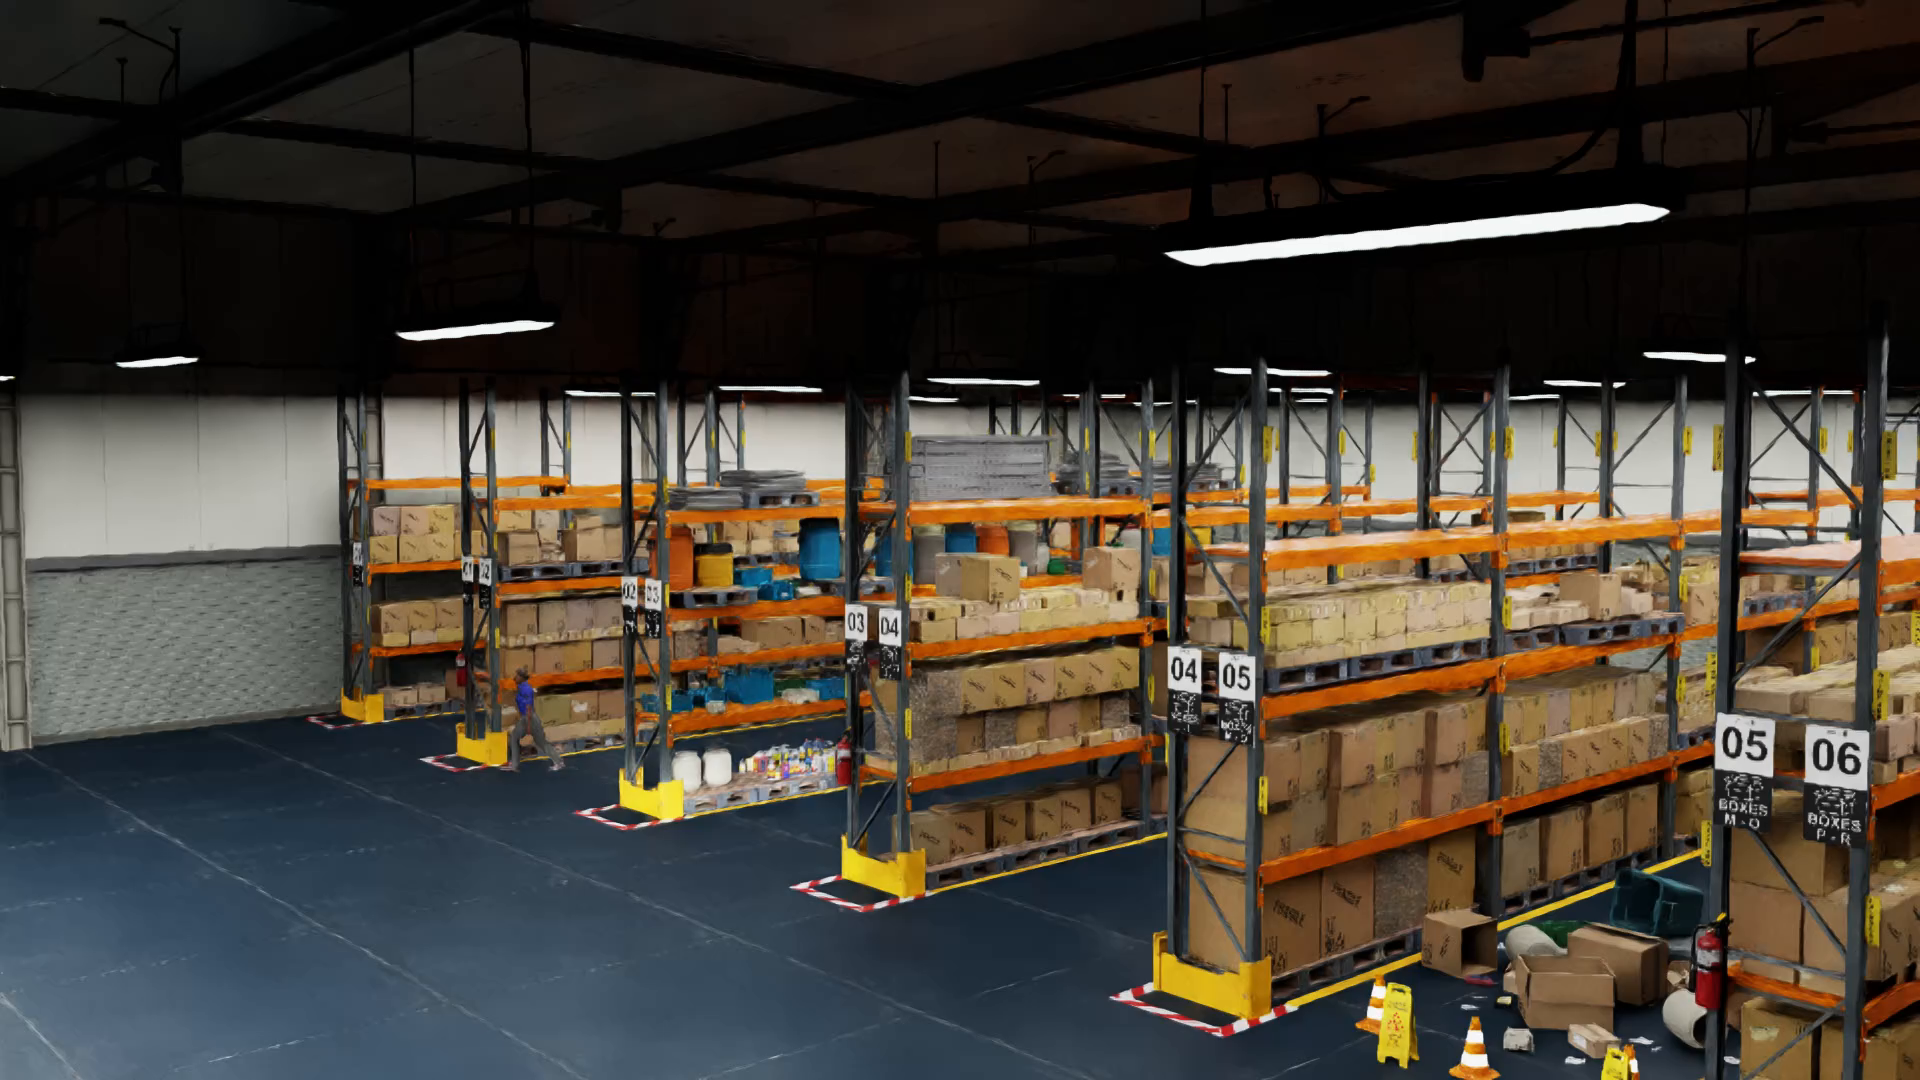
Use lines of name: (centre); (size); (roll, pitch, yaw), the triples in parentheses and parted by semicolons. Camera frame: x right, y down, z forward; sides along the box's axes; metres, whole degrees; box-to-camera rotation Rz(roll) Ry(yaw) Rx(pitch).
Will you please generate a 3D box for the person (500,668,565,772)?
person: (-6.463, 2.716, 25.104); (0.934, 1.592, 0.497); (-2, 4, -22)
